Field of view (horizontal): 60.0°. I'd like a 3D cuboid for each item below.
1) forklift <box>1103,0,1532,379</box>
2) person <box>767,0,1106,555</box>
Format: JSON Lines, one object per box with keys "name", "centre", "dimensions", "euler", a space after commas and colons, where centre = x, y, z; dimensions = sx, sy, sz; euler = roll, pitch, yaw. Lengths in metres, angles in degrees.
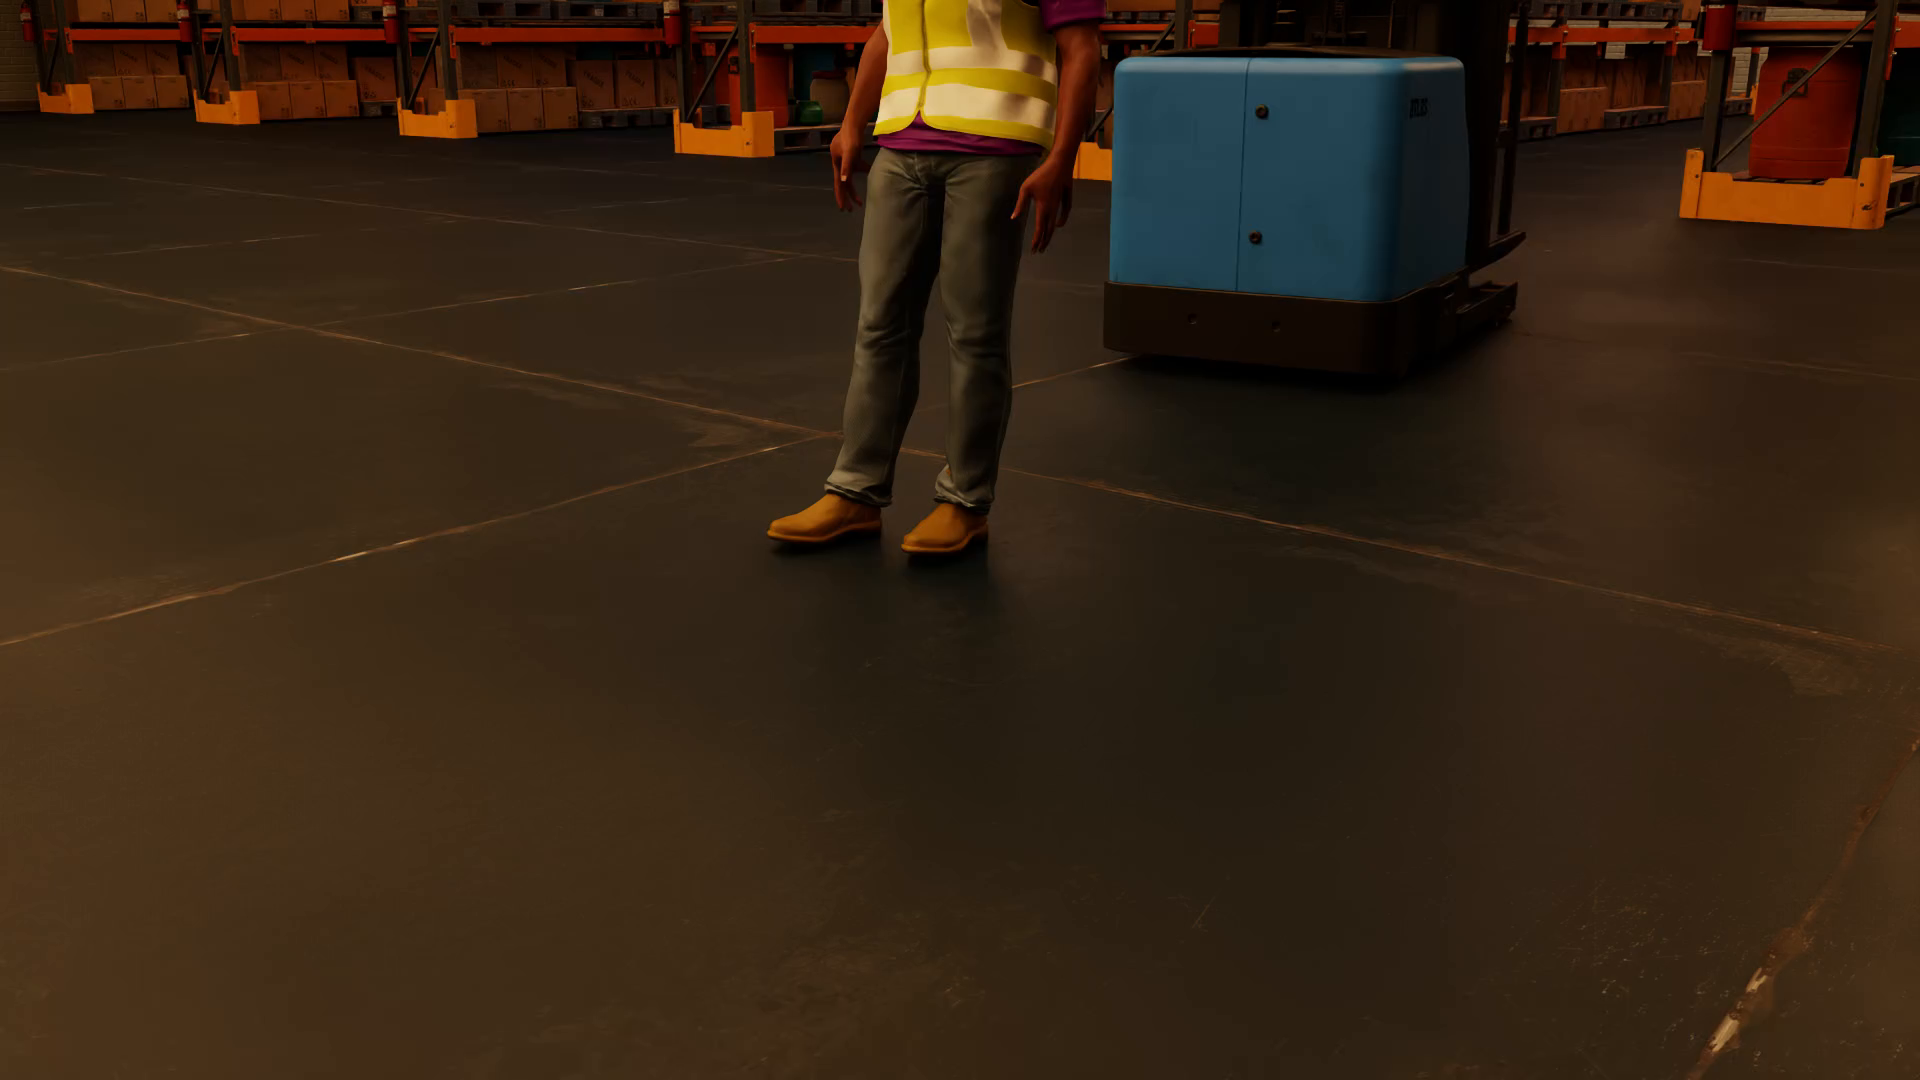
{"name": "forklift", "centre": [1.682, -2.325, 6.554], "dimensions": [1.130, 2.935, 3.031], "euler": [9, 19, 28]}
{"name": "person", "centre": [-0.049, -0.838, 3.636], "dimensions": [0.665, 1.765, 0.577], "euler": [13, 21, 37]}
